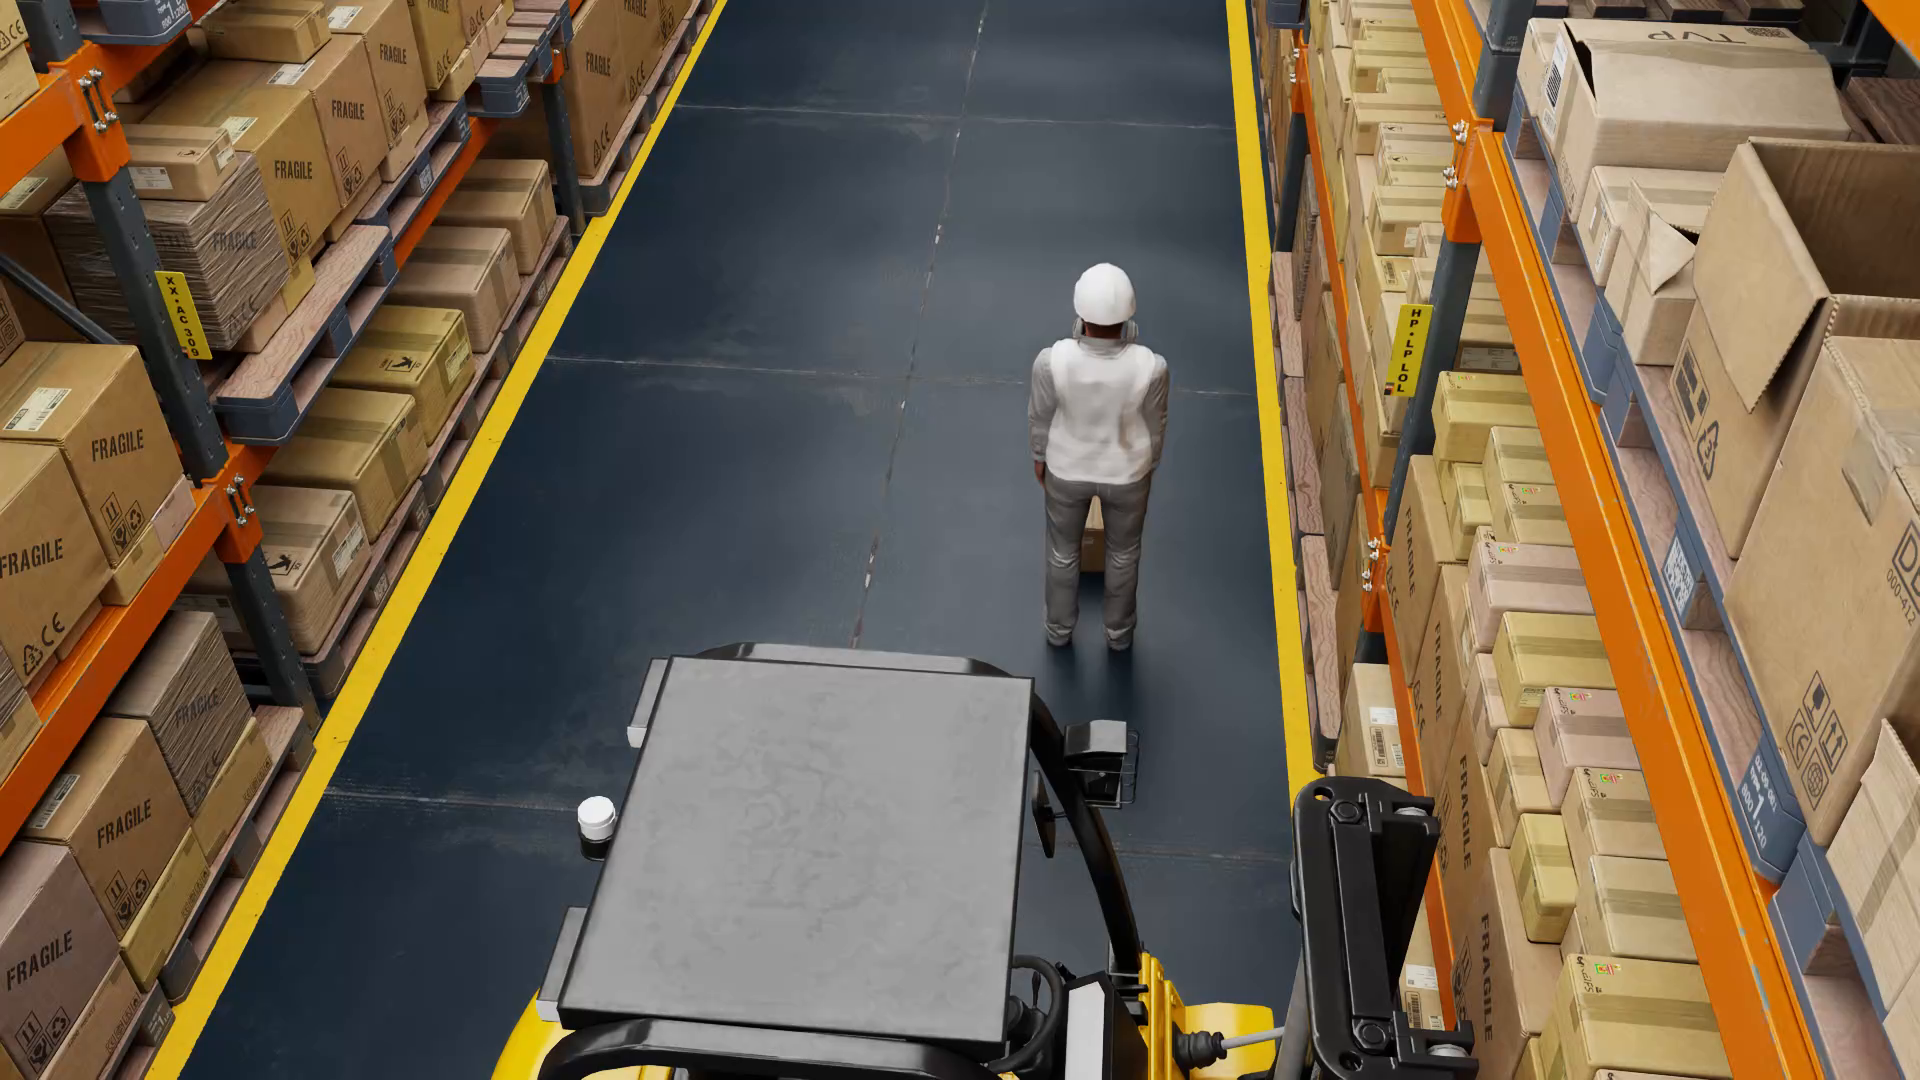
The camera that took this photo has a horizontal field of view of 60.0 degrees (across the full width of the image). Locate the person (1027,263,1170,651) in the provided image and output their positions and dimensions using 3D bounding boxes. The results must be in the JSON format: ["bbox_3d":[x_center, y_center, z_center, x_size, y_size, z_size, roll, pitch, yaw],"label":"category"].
[{"bbox_3d":[0.525,-0.306,6.507,0.531,1.769,0.359,4,40,5],"label":"person"}]
